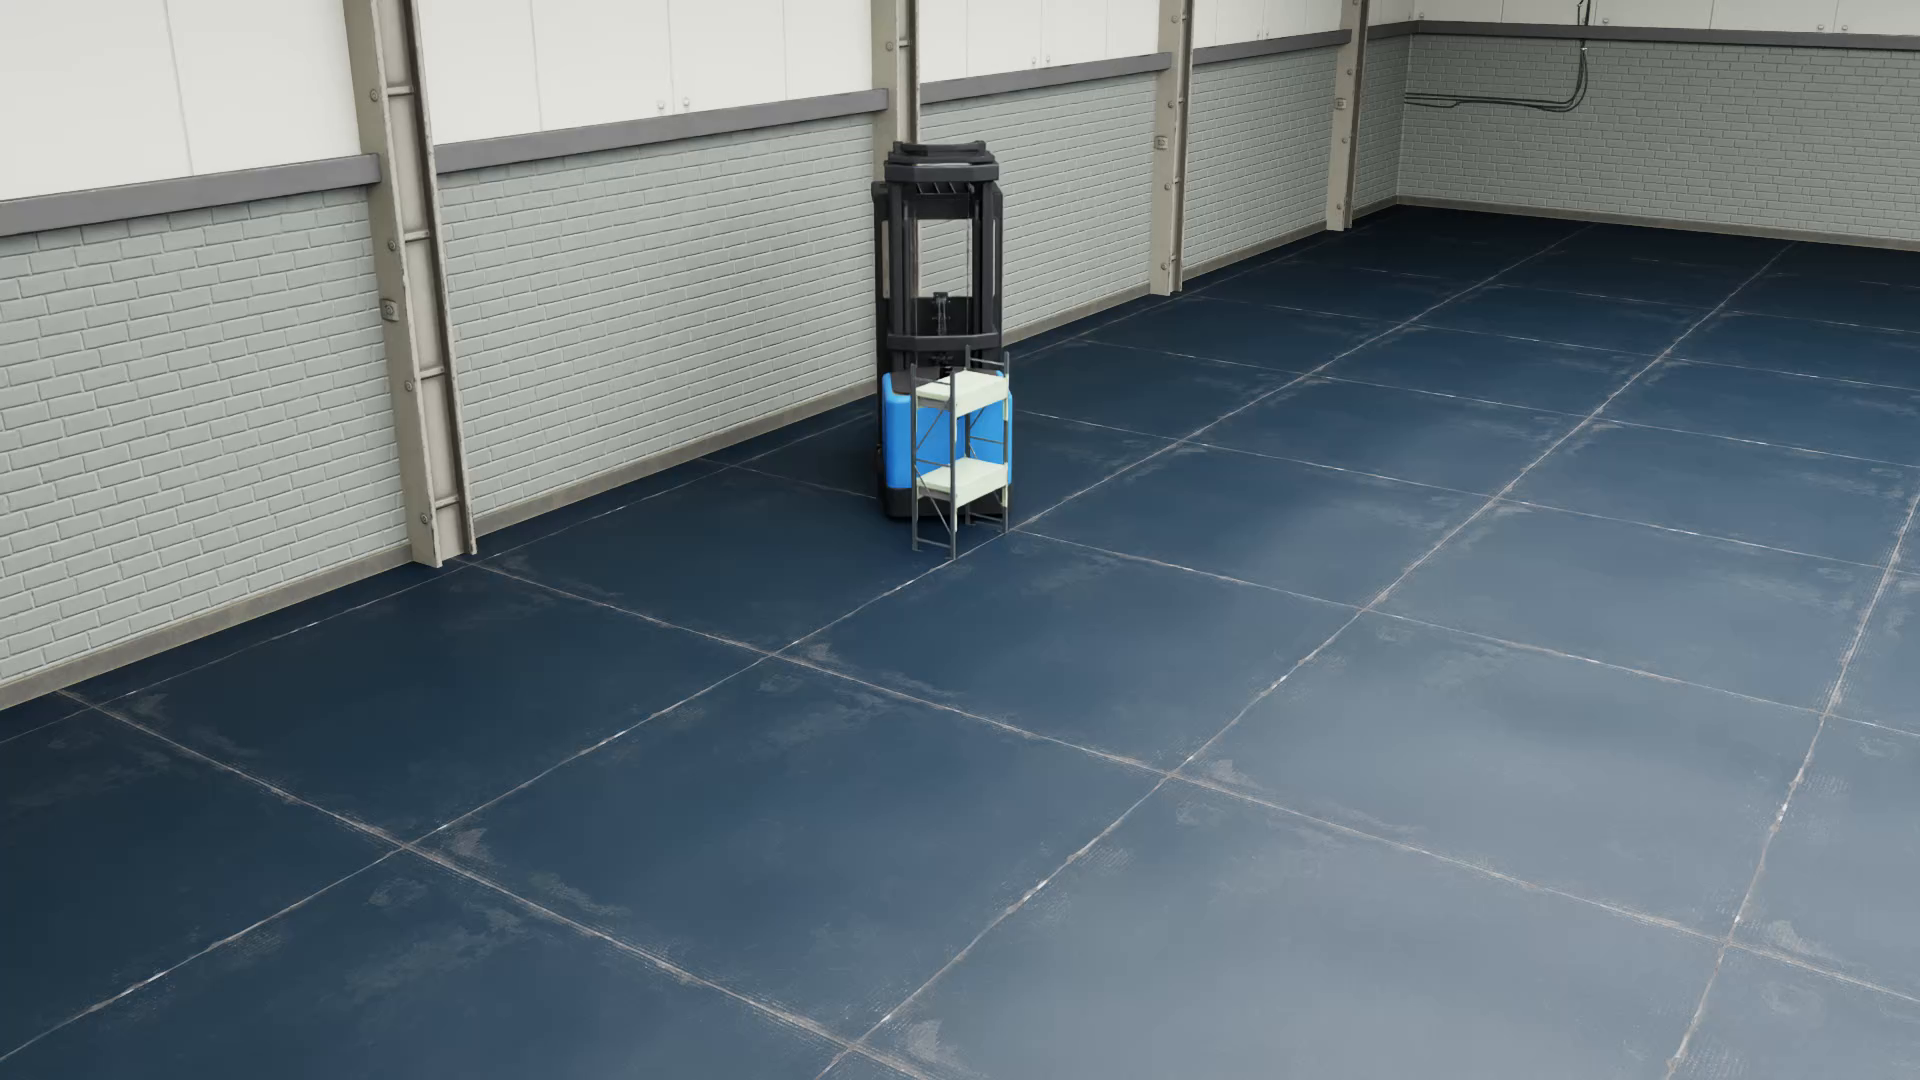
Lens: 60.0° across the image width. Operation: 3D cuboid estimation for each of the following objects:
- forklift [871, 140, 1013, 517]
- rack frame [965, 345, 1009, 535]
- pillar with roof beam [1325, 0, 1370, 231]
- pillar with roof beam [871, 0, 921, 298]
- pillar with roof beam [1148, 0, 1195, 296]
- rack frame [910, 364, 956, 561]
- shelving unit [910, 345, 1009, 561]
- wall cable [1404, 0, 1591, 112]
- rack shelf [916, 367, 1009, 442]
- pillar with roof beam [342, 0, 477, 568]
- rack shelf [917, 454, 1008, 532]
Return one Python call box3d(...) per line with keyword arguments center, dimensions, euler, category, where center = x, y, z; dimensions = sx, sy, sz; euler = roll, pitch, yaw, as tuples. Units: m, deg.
box3d(center=(-0.203, -2.032, 14.534), dimensions=(1.130, 2.935, 3.031), euler=(-2, 20, -4), category="forklift")
box3d(center=(0.213, -0.789, 13.237), dimensions=(0.400, 1.500, 0.023), euler=(14, 24, 32), category="rack frame")
box3d(center=(9.670, -8.419, 23.055), dimensions=(9.100, 9.000, 0.400), euler=(13, 24, 32), category="pillar with roof beam")
box3d(center=(2.925, -4.976, 13.747), dimensions=(9.100, 9.000, 0.400), euler=(13, 24, 32), category="pillar with roof beam")
box3d(center=(6.297, -6.698, 18.401), dimensions=(9.100, 9.000, 0.400), euler=(13, 24, 32), category="pillar with roof beam")
box3d(center=(-0.205, -0.581, 12.674), dimensions=(0.400, 1.500, 0.023), euler=(14, 24, 32), category="rack frame")
box3d(center=(0.004, -0.685, 12.956), dimensions=(0.431, 1.500, 0.755), euler=(14, 24, 32), category="shelving unit")
box3d(center=(8.860, -8.390, 27.451), dimensions=(3.097, 2.526, 0.112), euler=(13, 24, 32), category="wall cable")
box3d(center=(0.004, -1.051, 12.820), dimensions=(0.431, 0.370, 0.720), euler=(14, 24, 32), category="rack shelf")
box3d(center=(-0.448, -3.255, 9.093), dimensions=(9.100, 9.000, 0.400), euler=(13, 24, 32), category="pillar with roof beam")
box3d(center=(0.004, -0.379, 13.069), dimensions=(0.431, 0.370, 0.720), euler=(14, 24, 32), category="rack shelf")
